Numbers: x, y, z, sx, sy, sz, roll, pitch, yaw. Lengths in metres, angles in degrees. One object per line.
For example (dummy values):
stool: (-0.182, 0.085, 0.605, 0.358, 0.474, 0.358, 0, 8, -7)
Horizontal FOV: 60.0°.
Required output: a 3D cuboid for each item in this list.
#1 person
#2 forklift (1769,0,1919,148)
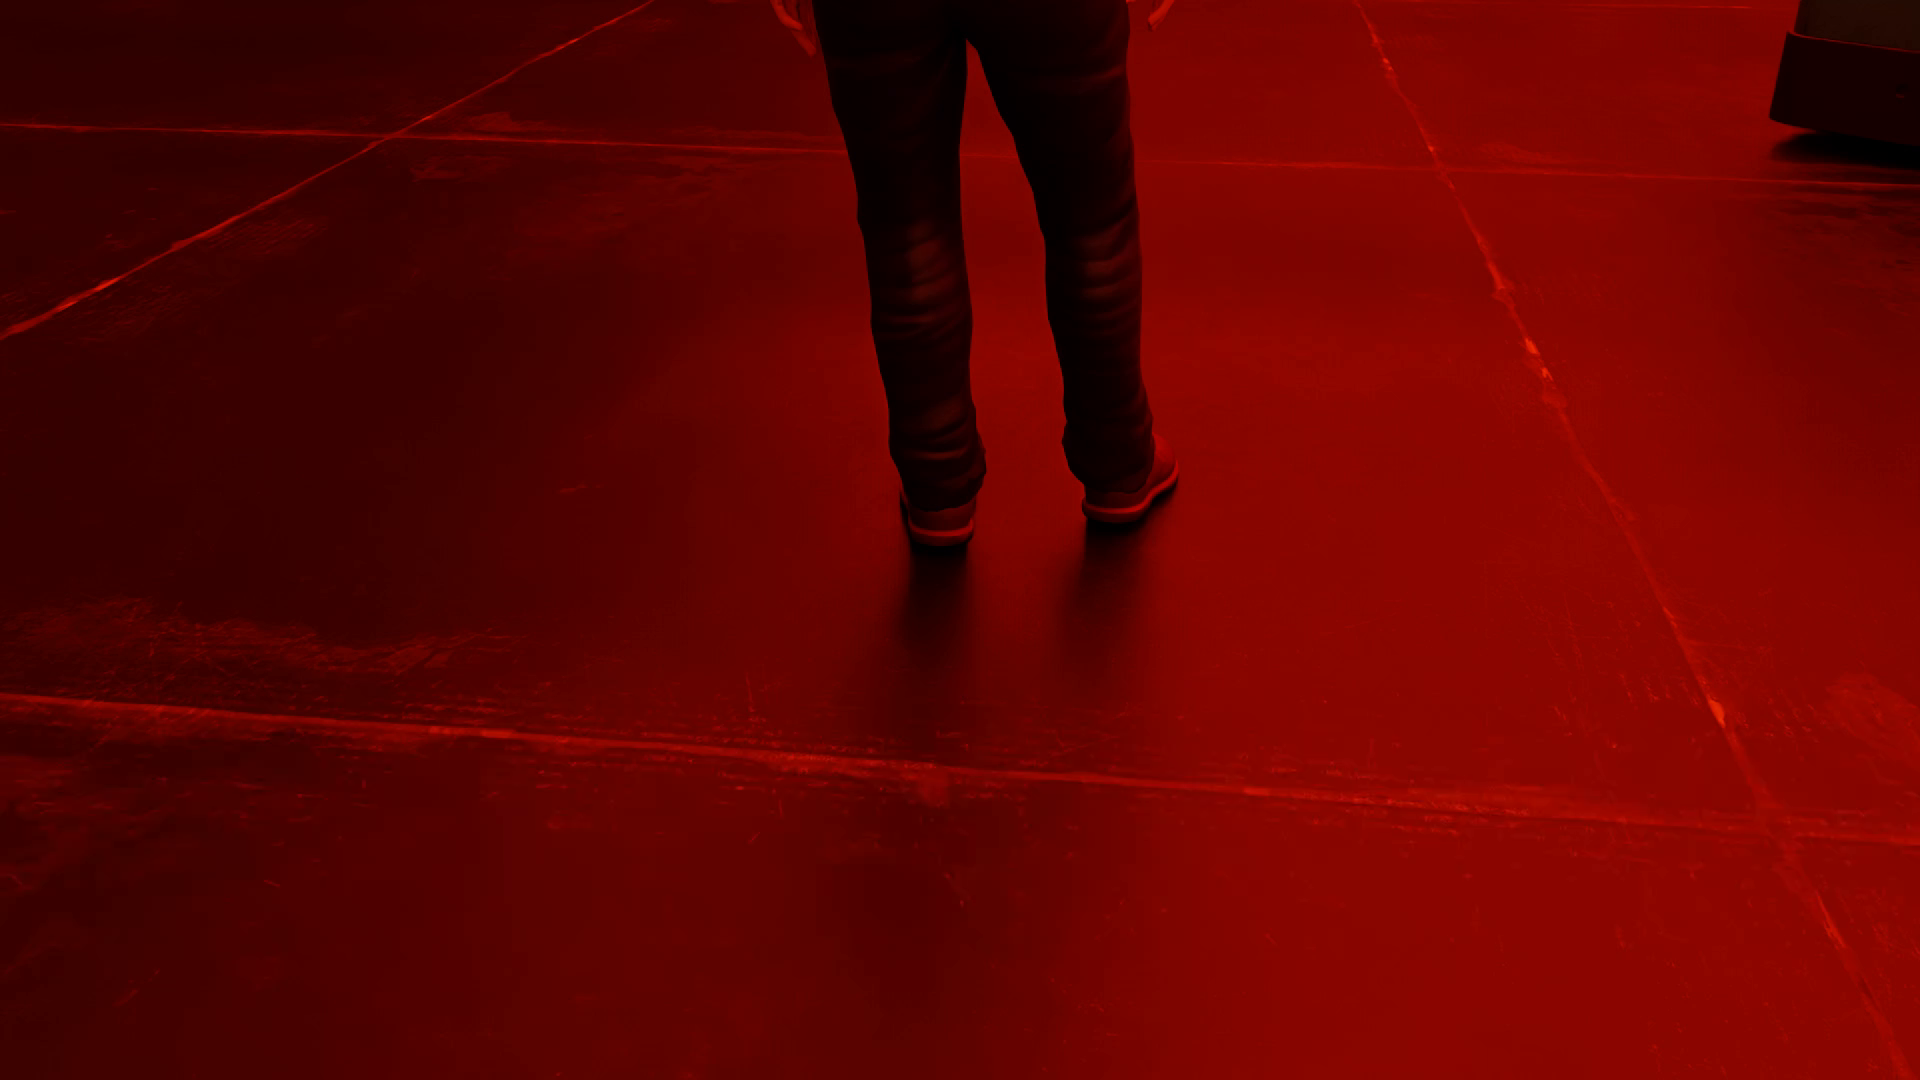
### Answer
person: (0.035, -0.782, 2.206, 0.598, 1.651, 0.502, 3, 27, 7)
forklift: (3.768, -2.702, 4.633, 3.031, 2.935, 1.130, -20, 33, -35)
